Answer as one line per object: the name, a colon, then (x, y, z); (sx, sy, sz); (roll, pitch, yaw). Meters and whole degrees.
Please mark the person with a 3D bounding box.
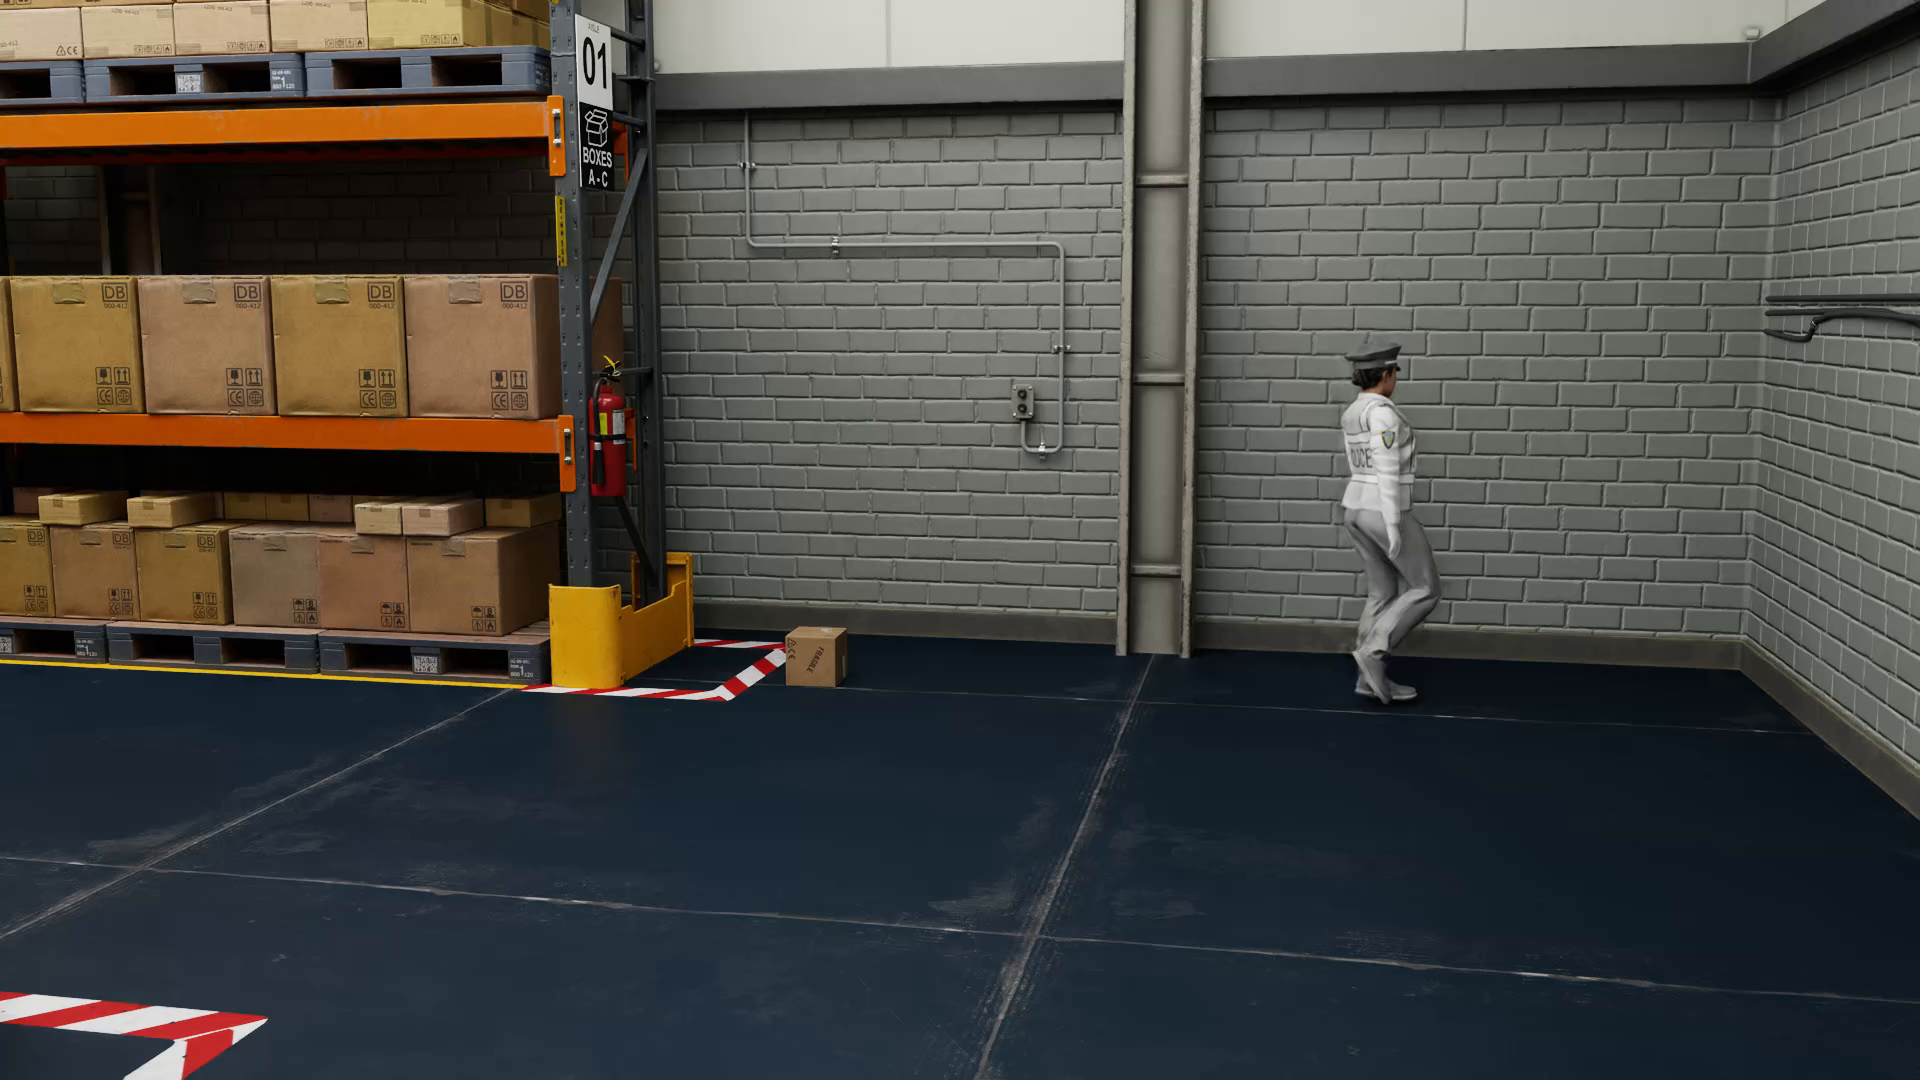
person: (1.993, -0.086, 7.766); (0.426, 1.655, 0.544); (-1, 8, -8)
